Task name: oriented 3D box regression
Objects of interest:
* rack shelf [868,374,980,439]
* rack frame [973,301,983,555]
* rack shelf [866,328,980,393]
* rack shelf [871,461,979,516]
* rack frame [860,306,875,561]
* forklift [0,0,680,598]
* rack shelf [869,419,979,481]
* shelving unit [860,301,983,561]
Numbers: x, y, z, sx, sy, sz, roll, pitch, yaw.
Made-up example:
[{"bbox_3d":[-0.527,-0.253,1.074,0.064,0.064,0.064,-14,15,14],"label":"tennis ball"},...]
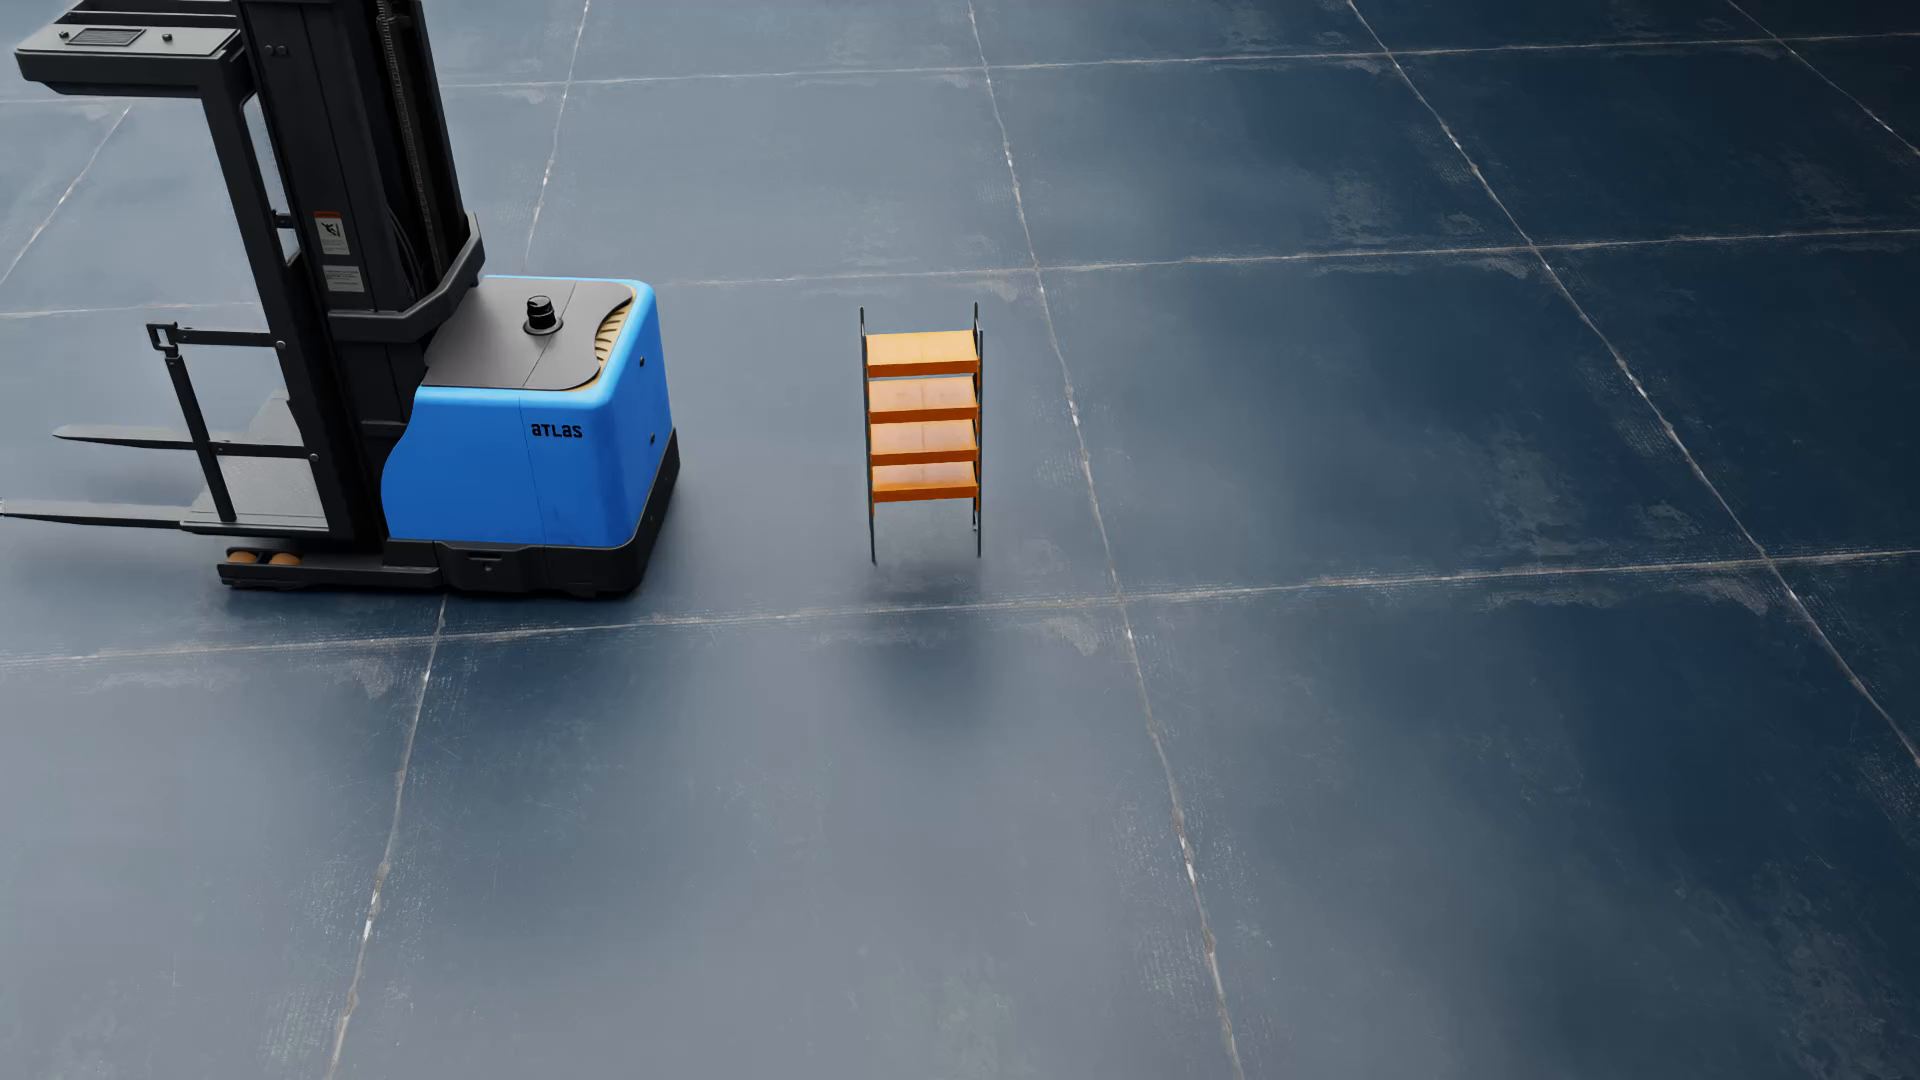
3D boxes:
[{"bbox_3d":[-0.165,-0.585,7.270,0.480,0.148,0.258,-3,38,-4],"label":"rack shelf"},{"bbox_3d":[0.078,-0.475,7.384,0.015,1.200,0.240,-3,38,-4],"label":"rack frame"},{"bbox_3d":[-0.165,-0.770,7.123,0.480,0.148,0.258,-3,38,-4],"label":"rack shelf"},{"bbox_3d":[-0.165,-0.253,7.532,0.480,0.148,0.258,-3,38,-4],"label":"rack shelf"},{"bbox_3d":[-0.408,-0.449,7.350,0.015,1.200,0.240,-3,38,-4],"label":"rack frame"},{"bbox_3d":[-2.901,-1.250,6.968,3.031,2.935,1.130,2,38,3],"label":"forklift"},{"bbox_3d":[-0.165,-0.409,7.409,0.480,0.148,0.258,-3,38,-4],"label":"rack shelf"},{"bbox_3d":[-0.165,-0.462,7.367,0.503,1.200,0.258,-3,38,-4],"label":"shelving unit"}]
